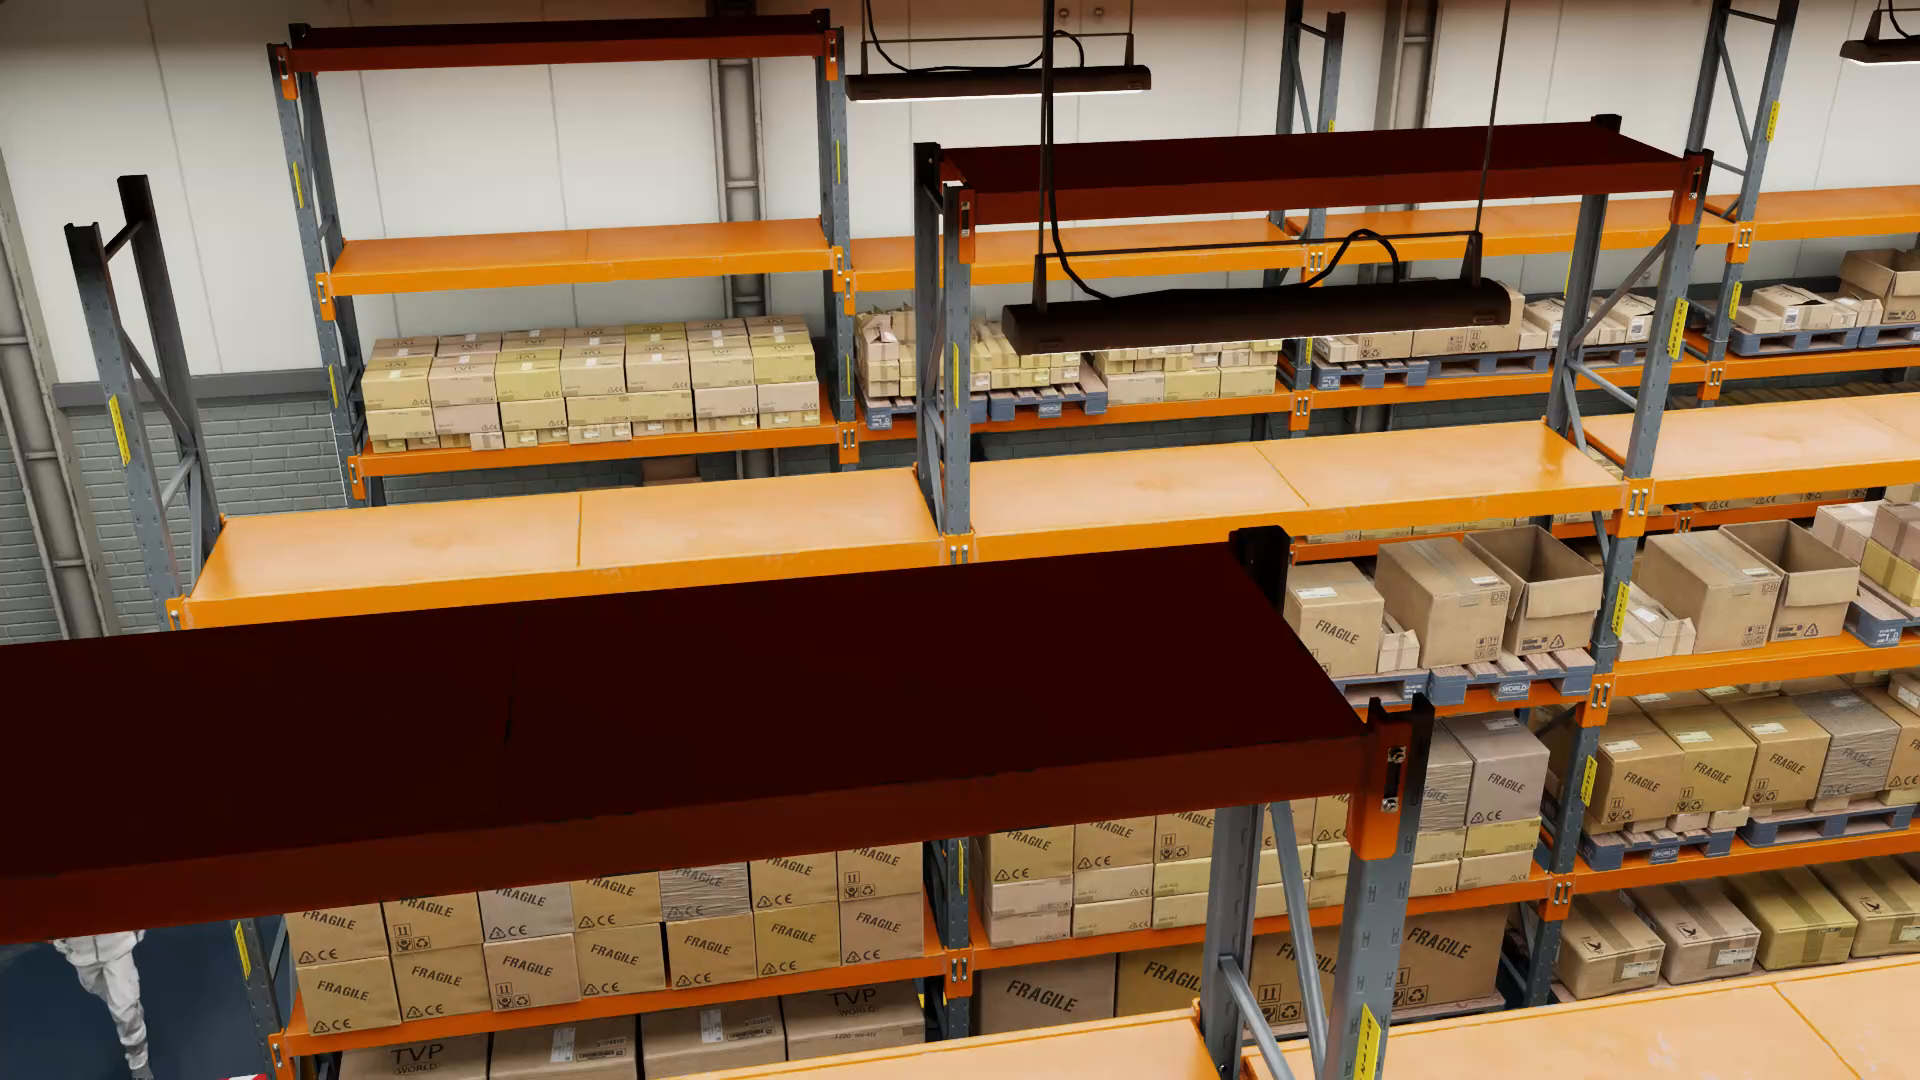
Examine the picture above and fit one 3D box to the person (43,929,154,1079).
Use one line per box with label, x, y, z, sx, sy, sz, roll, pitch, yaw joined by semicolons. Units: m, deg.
person;-5.540;2.684;10.718;0.616;1.851;0.792;-9;27;-17
